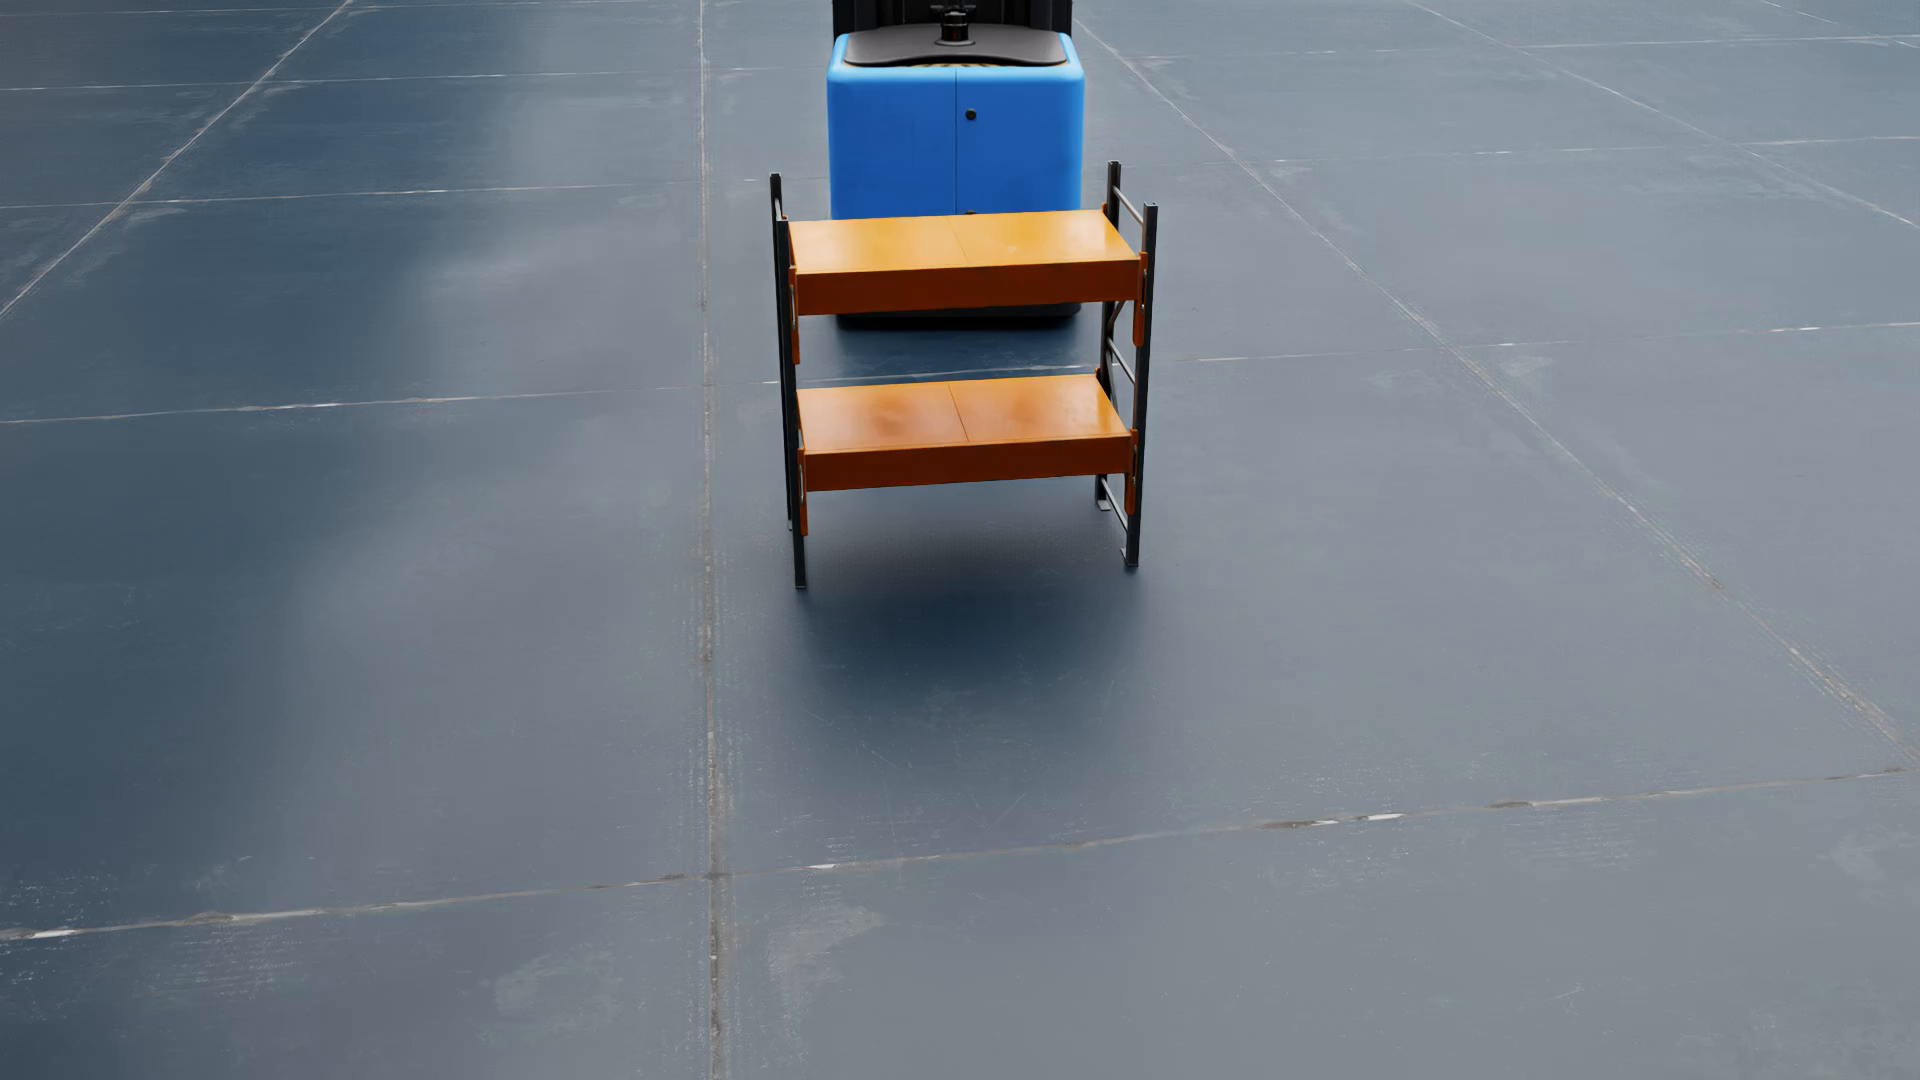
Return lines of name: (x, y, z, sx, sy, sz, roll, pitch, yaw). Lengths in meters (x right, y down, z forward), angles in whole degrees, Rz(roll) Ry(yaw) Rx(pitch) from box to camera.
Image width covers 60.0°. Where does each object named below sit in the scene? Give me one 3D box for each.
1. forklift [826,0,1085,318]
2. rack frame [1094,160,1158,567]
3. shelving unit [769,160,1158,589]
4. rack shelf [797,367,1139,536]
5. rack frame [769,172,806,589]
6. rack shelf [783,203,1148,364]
forklift: (-0.039, -2.855, 7.603, 1.130, 2.935, 3.031, 0, 27, -1)
rack frame: (0.497, -0.532, 5.055, 0.032, 1.125, 0.500, -4, 27, -7)
shelving unit: (-0.007, -0.500, 4.992, 1.048, 1.125, 0.538, -4, 27, -7)
rack shelf: (-0.007, -0.282, 5.104, 1.000, 0.278, 0.538, -4, 27, -7)
rack frame: (-0.510, -0.468, 4.929, 0.032, 1.125, 0.500, -4, 27, -7)
rack shelf: (-0.007, -0.760, 4.859, 1.000, 0.278, 0.538, -4, 27, -7)
